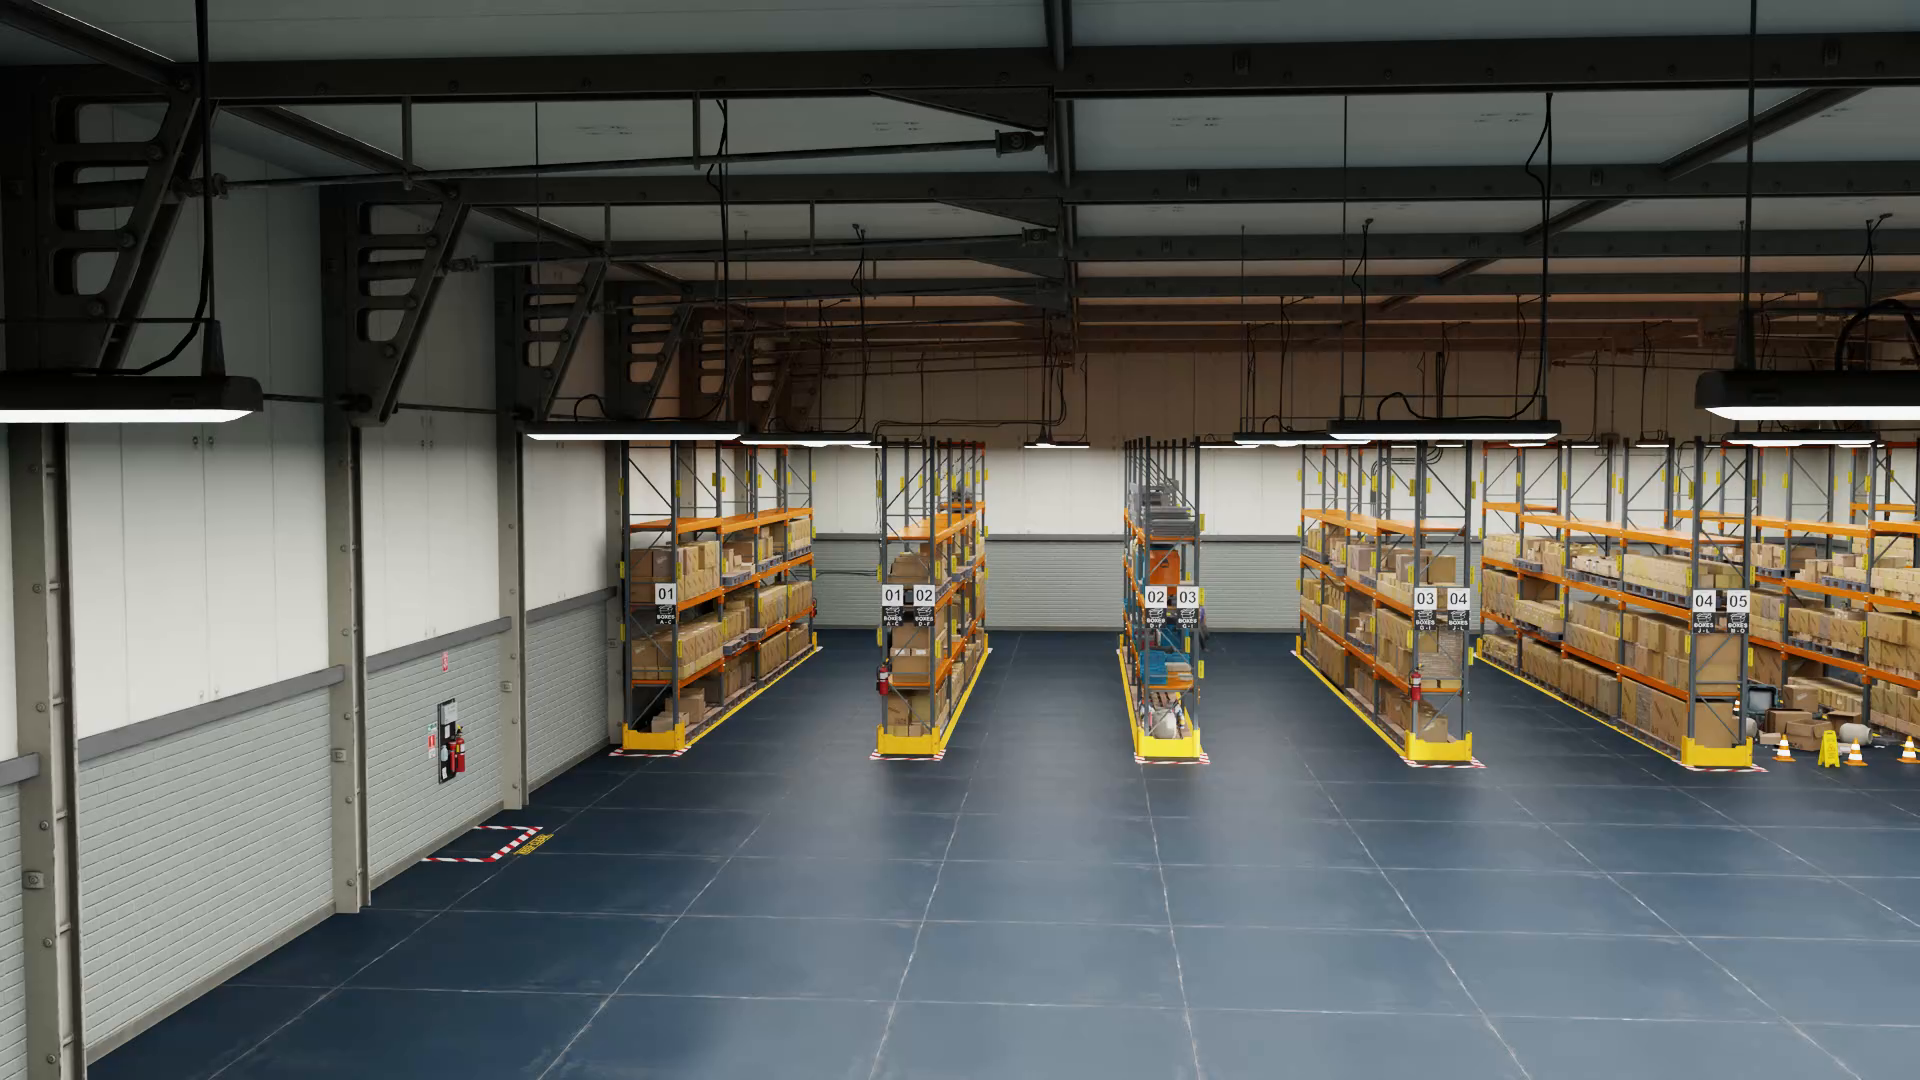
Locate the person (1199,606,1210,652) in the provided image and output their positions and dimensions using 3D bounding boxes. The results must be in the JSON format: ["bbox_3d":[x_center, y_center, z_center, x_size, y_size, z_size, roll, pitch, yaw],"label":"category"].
[{"bbox_3d":[6.798,2.407,47.367,0.698,1.553,0.504,-1,3,-23],"label":"person"}]

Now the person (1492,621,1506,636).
[{"bbox_3d":[15.413,2.331,47.288,0.760,1.733,0.669,0,3,-1],"label":"person"}]

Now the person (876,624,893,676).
[{"bbox_3d":[-1.750,2.665,40.700,0.636,1.754,0.906,0,3,-4],"label":"person"}]

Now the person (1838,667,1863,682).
[{"bbox_3d":[21.880,2.655,40.963,0.708,1.794,0.877,0,3,-2],"label":"person"}]
